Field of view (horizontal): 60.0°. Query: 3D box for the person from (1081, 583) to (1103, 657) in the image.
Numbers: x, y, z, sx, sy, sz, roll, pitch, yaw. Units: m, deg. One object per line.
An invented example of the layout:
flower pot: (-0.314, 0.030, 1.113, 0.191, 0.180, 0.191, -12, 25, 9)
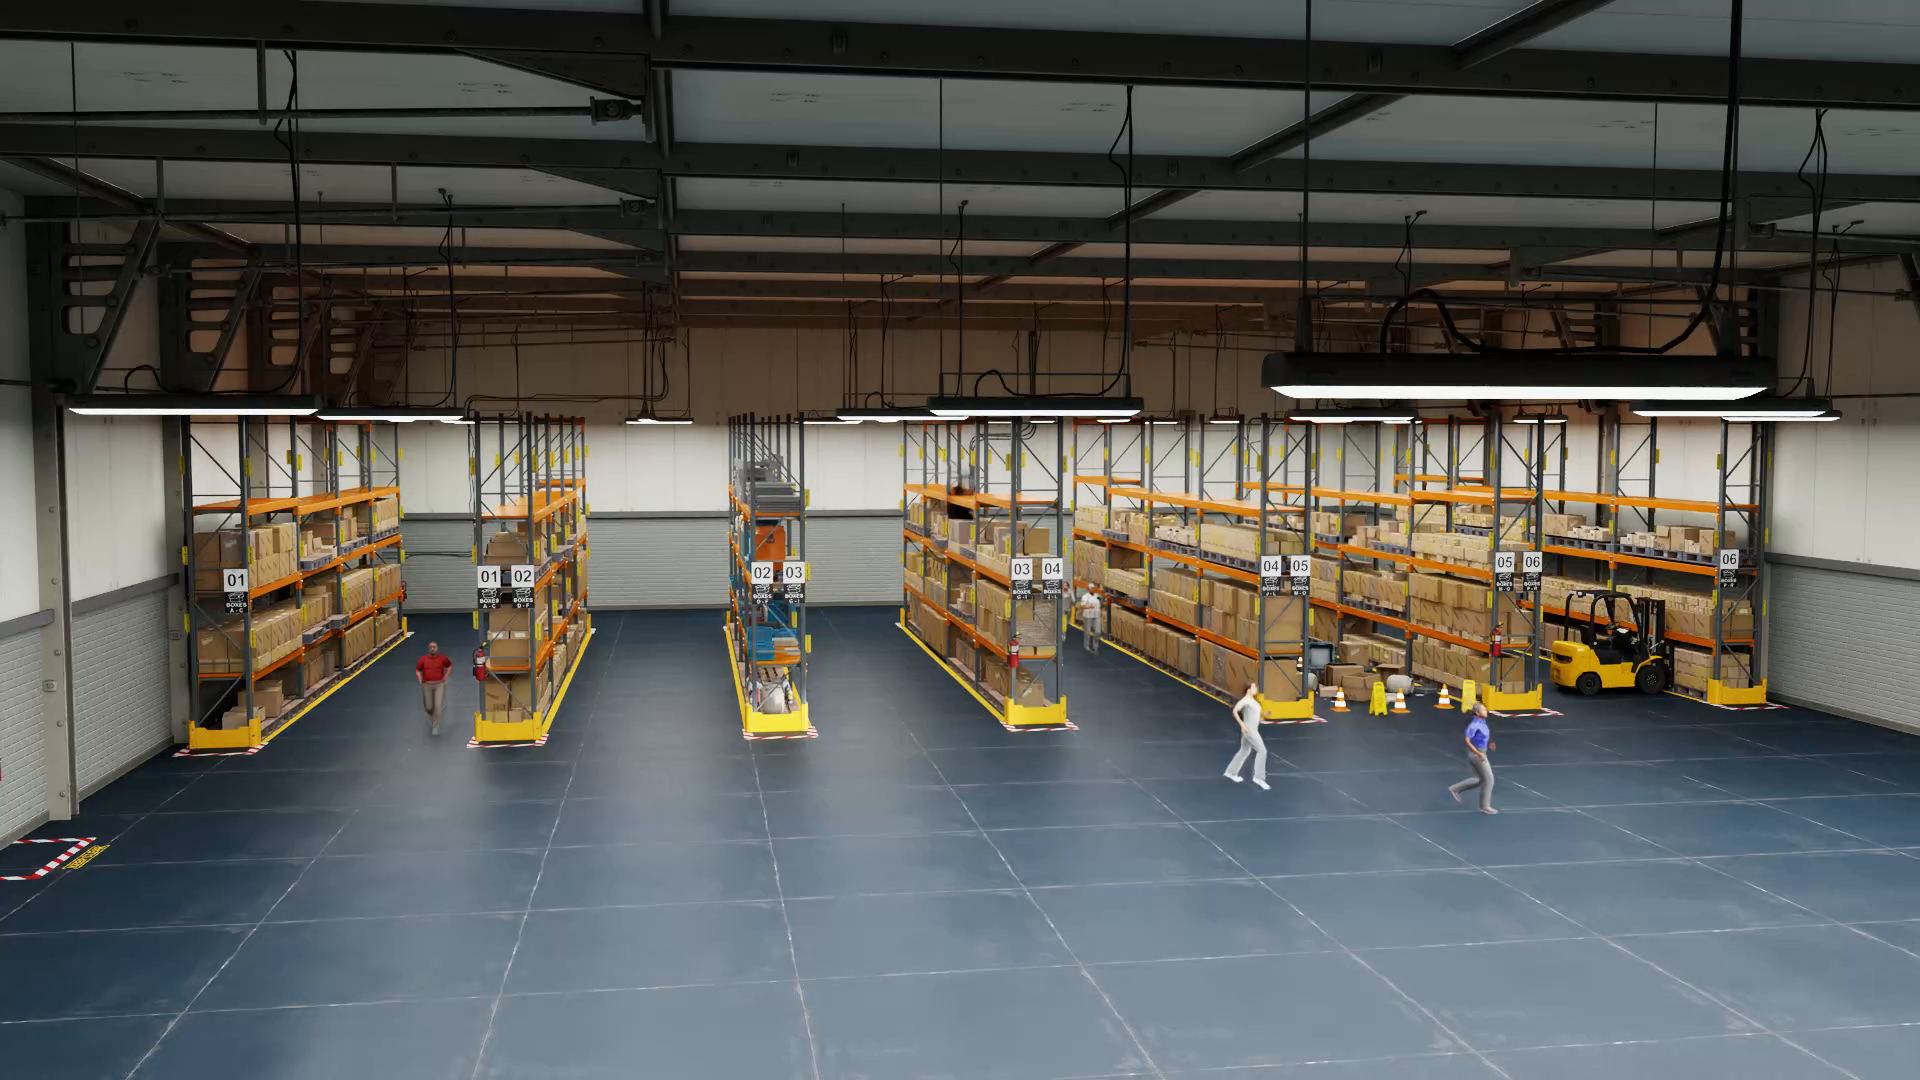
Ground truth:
person: (3.186, 1.926, 39.924, 0.586, 1.766, 0.650, -1, 4, -17)

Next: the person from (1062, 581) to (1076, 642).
person: (2.838, 2.024, 44.478, 0.507, 1.428, 0.707, -1, 4, -9)

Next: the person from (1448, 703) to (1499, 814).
person: (7.649, 3.280, 24.734, 0.726, 1.562, 0.550, 2, 4, 22)

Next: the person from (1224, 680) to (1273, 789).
person: (4.583, 3.084, 26.445, 0.770, 1.725, 0.538, 1, 4, 16)

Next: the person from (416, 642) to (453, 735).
person: (-9.878, 2.764, 31.246, 0.663, 1.717, 0.816, -1, 4, -14)
